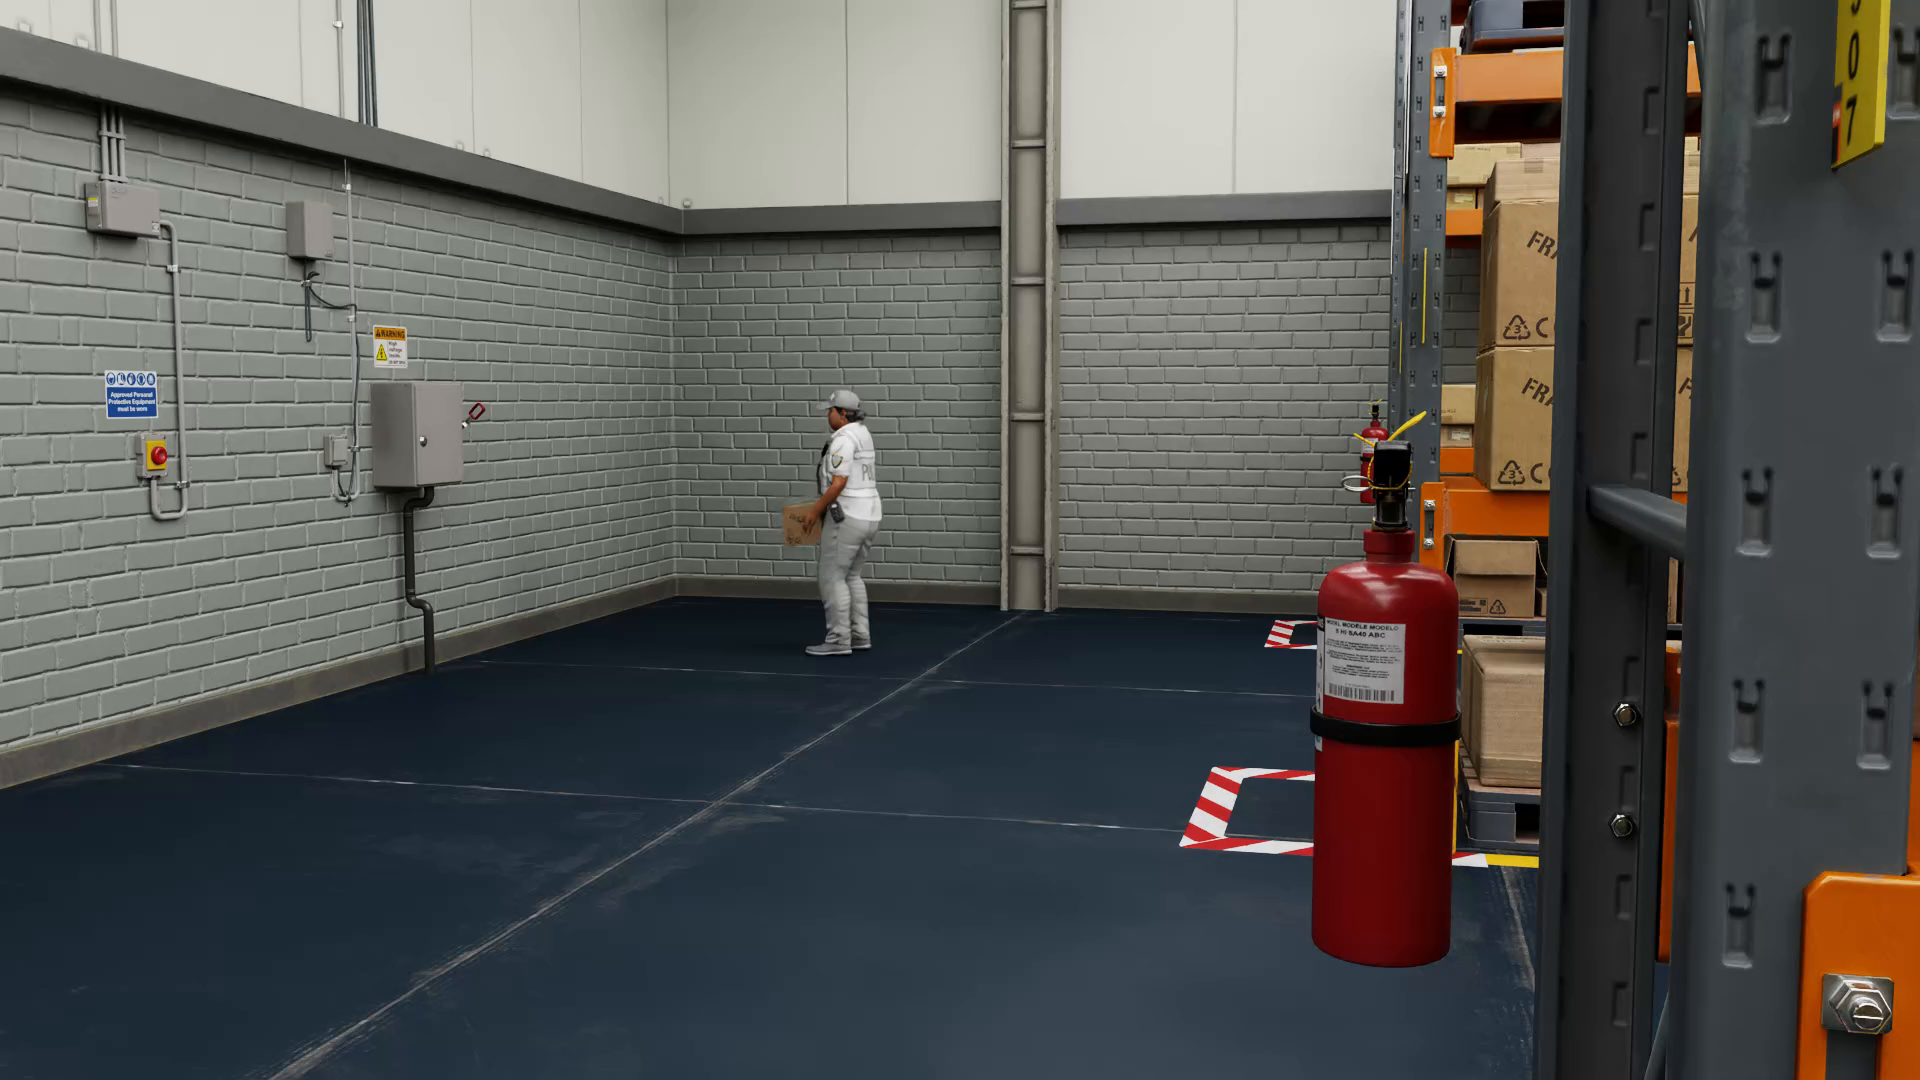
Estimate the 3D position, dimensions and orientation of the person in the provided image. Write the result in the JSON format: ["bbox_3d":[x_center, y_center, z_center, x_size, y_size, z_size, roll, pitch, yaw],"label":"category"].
[{"bbox_3d":[-0.741,-0.113,10.520,0.466,1.672,0.502,1,5,13],"label":"person"}]
